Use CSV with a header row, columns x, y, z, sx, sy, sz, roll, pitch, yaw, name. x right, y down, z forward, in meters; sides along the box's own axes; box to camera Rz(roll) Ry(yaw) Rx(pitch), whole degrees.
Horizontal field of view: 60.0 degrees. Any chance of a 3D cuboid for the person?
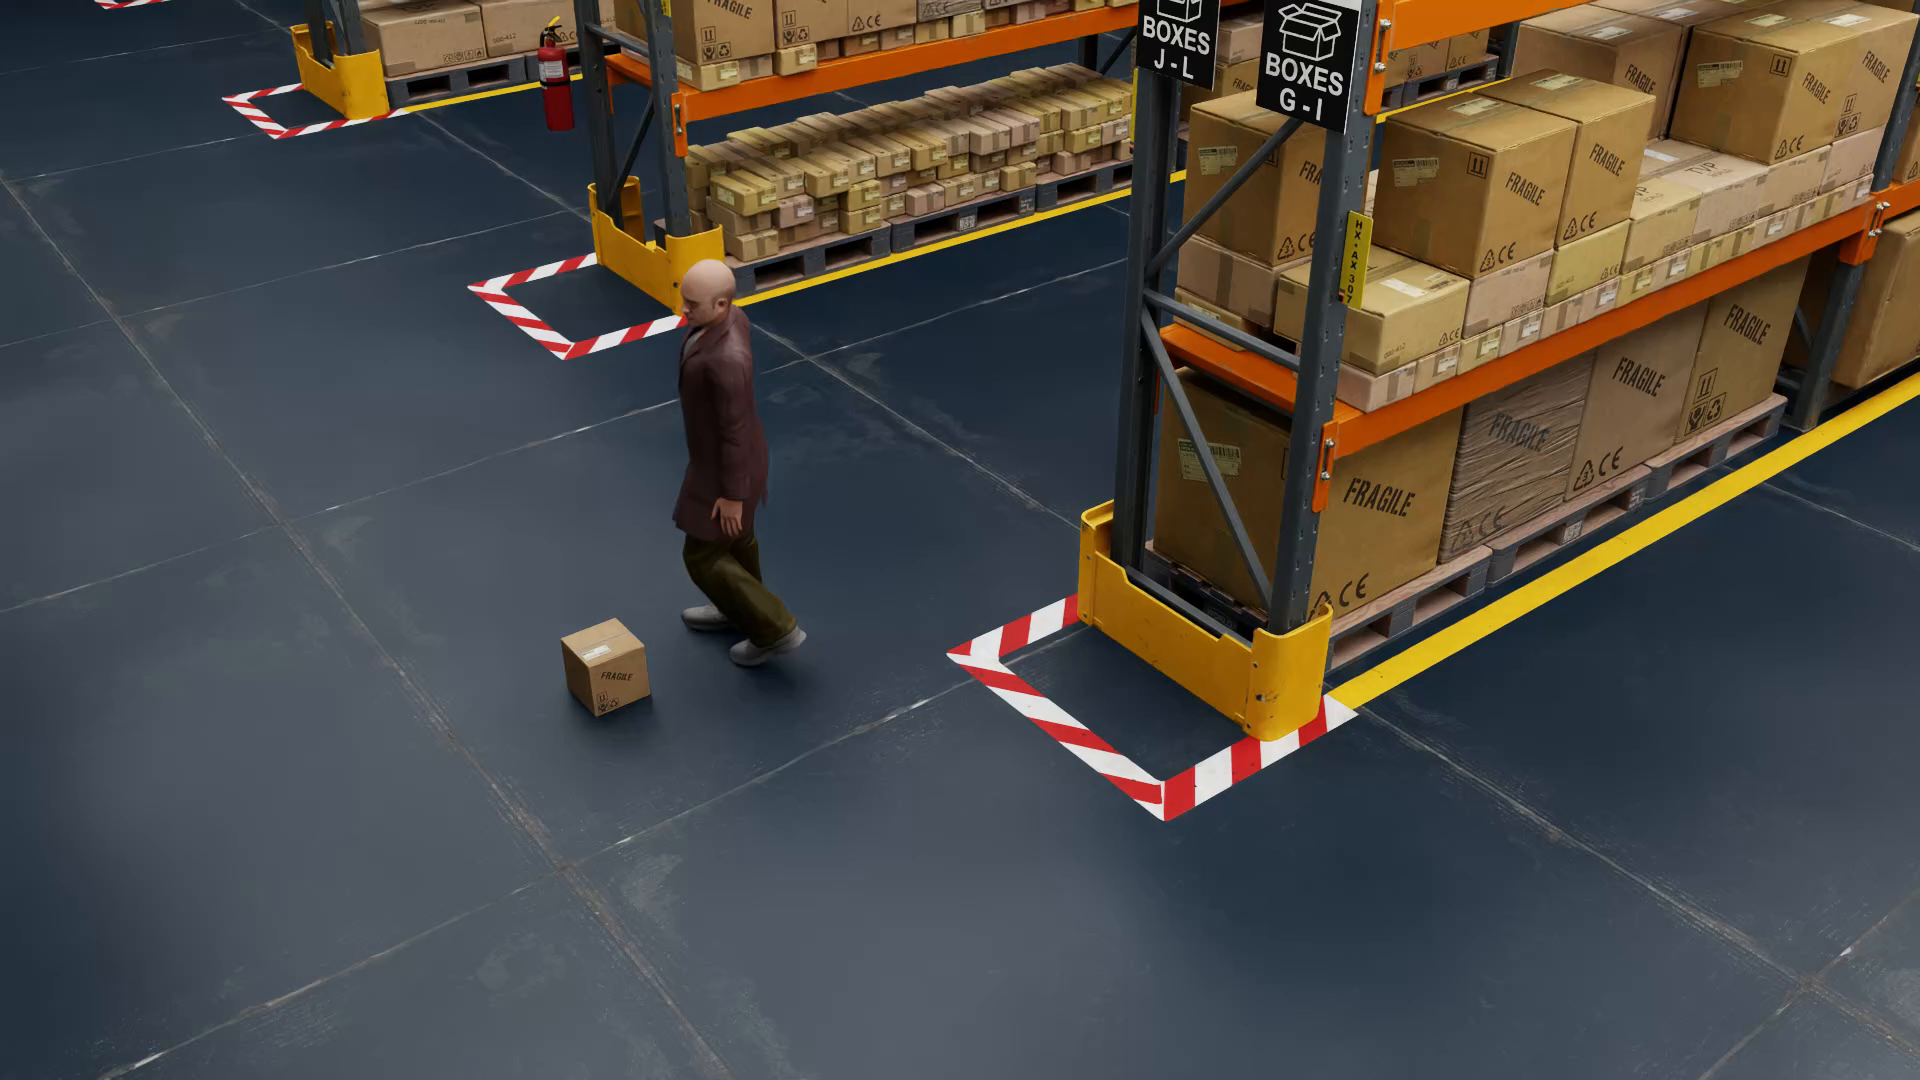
x,y,z,sx,sy,sz,roll,pitch,yaw,name
-0.923,-0.313,6.650,0.555,1.773,0.666,-2,32,-3,person
